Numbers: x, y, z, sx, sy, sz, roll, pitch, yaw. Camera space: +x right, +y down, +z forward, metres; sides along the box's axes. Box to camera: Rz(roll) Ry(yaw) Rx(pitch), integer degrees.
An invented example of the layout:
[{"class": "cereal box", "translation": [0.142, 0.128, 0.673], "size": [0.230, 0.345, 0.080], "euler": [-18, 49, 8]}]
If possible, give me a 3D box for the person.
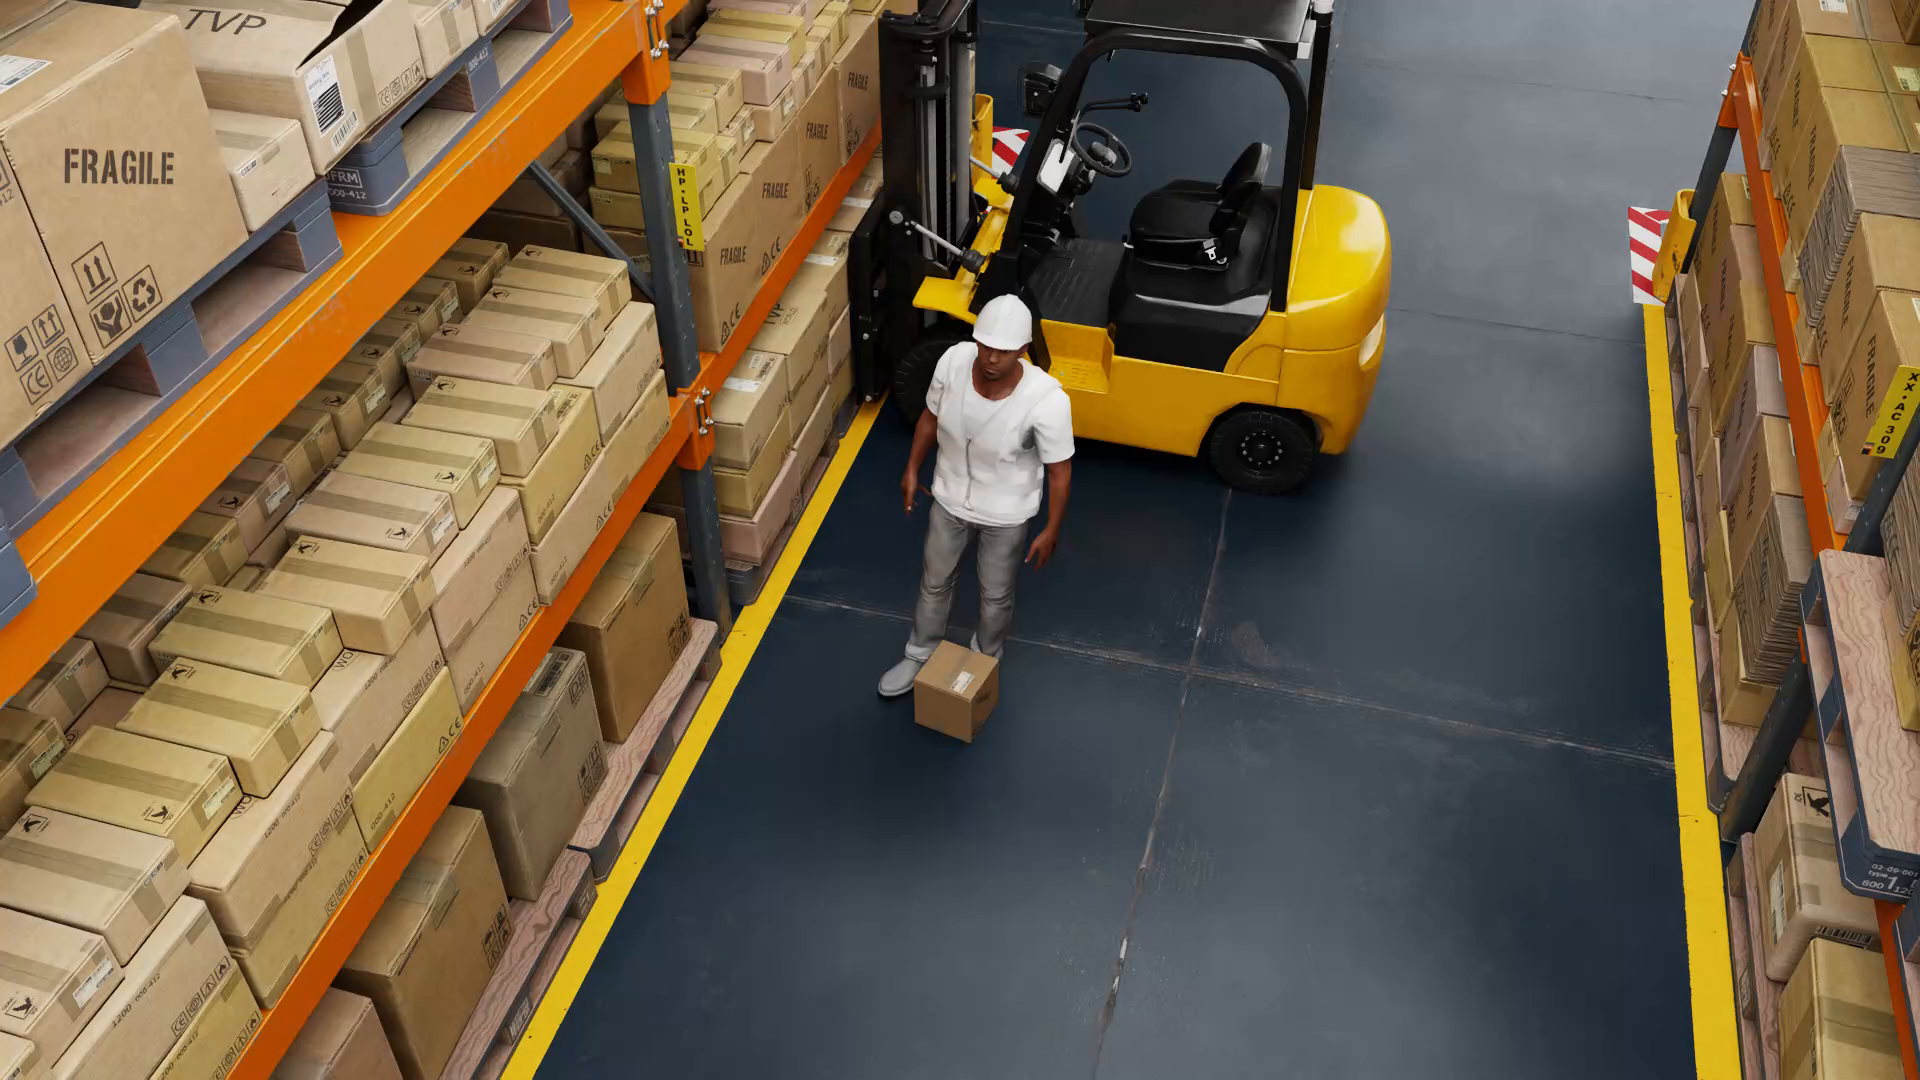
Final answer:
[{"class": "person", "translation": [0.055, -0.104, 6.246], "size": [0.666, 1.765, 0.577], "euler": [20, 45, 21]}]
